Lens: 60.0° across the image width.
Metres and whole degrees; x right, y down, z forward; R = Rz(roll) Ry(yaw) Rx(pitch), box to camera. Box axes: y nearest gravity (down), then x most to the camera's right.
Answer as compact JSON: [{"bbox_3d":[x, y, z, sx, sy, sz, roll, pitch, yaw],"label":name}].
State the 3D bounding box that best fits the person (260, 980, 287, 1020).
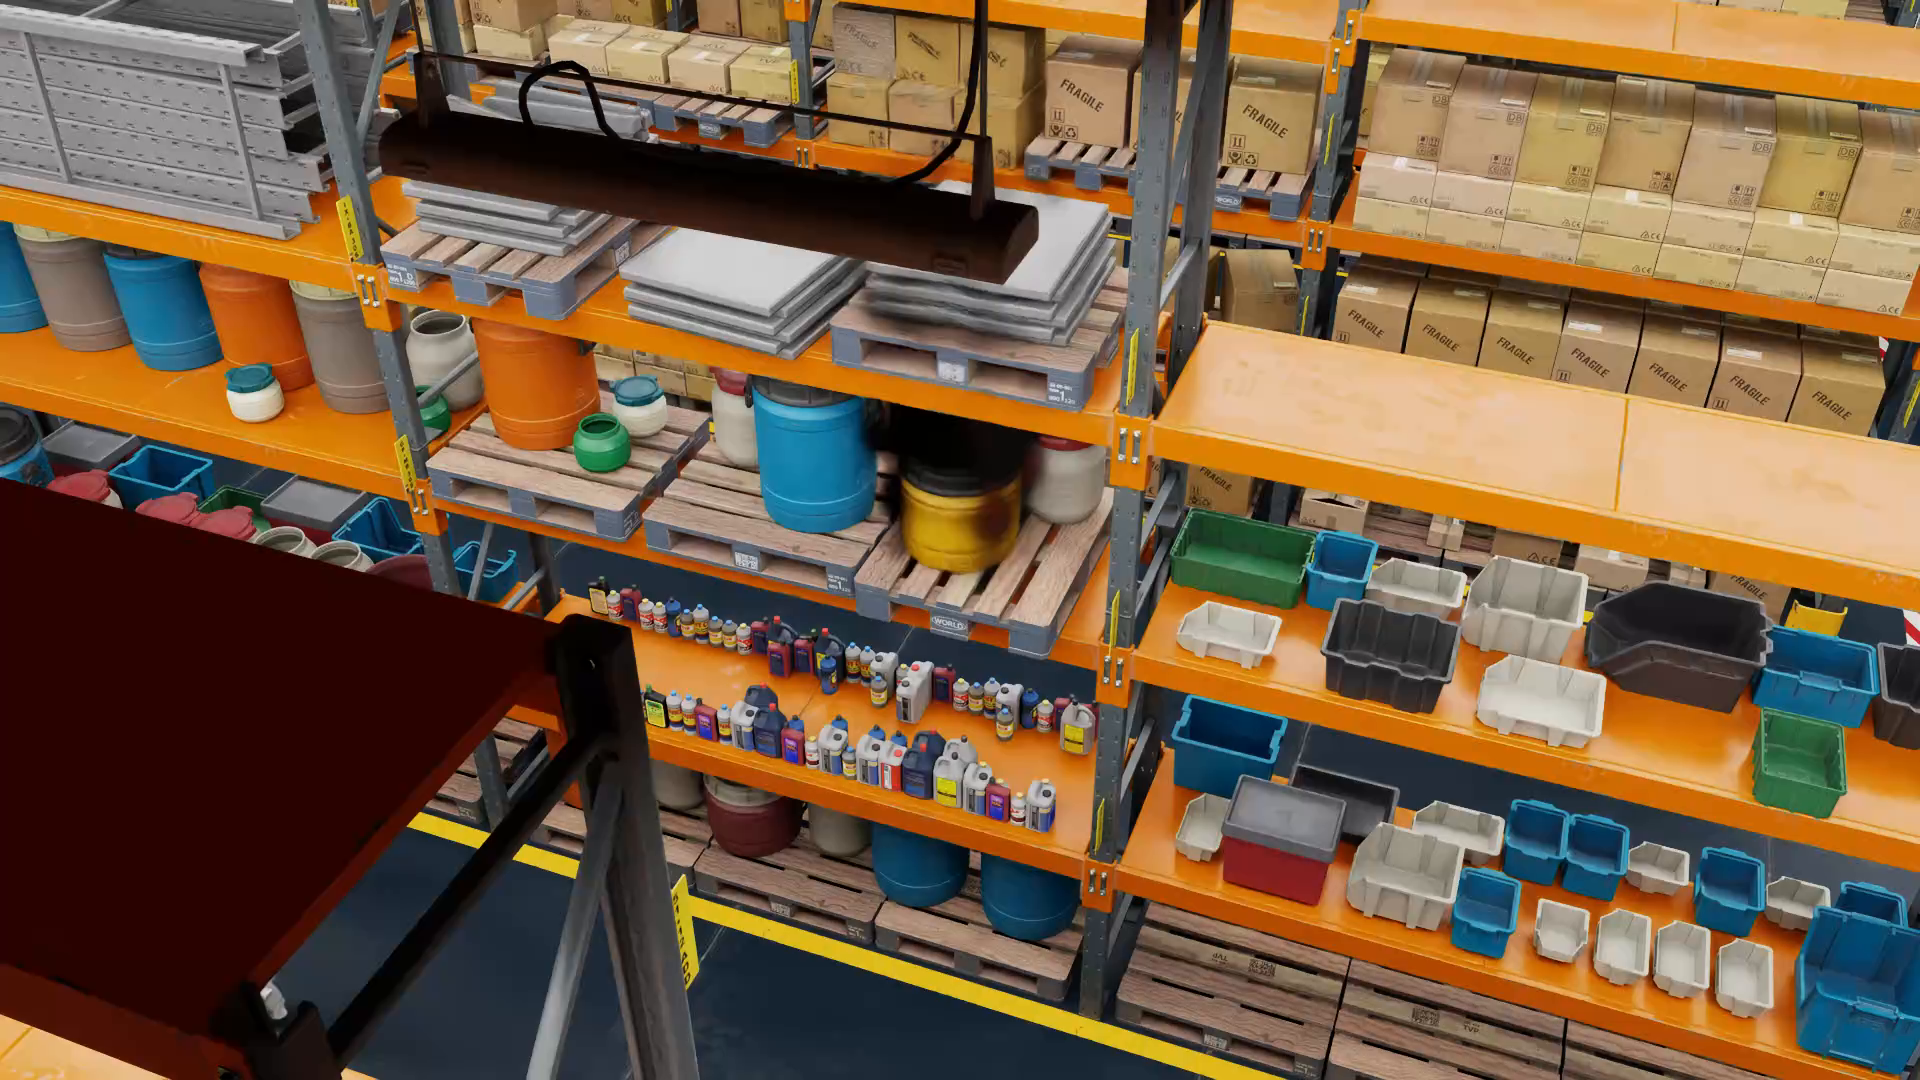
[{"bbox_3d":[-4.140,2.078,9.205,0.541,1.639,0.611,7,37,10],"label":"person"}]
